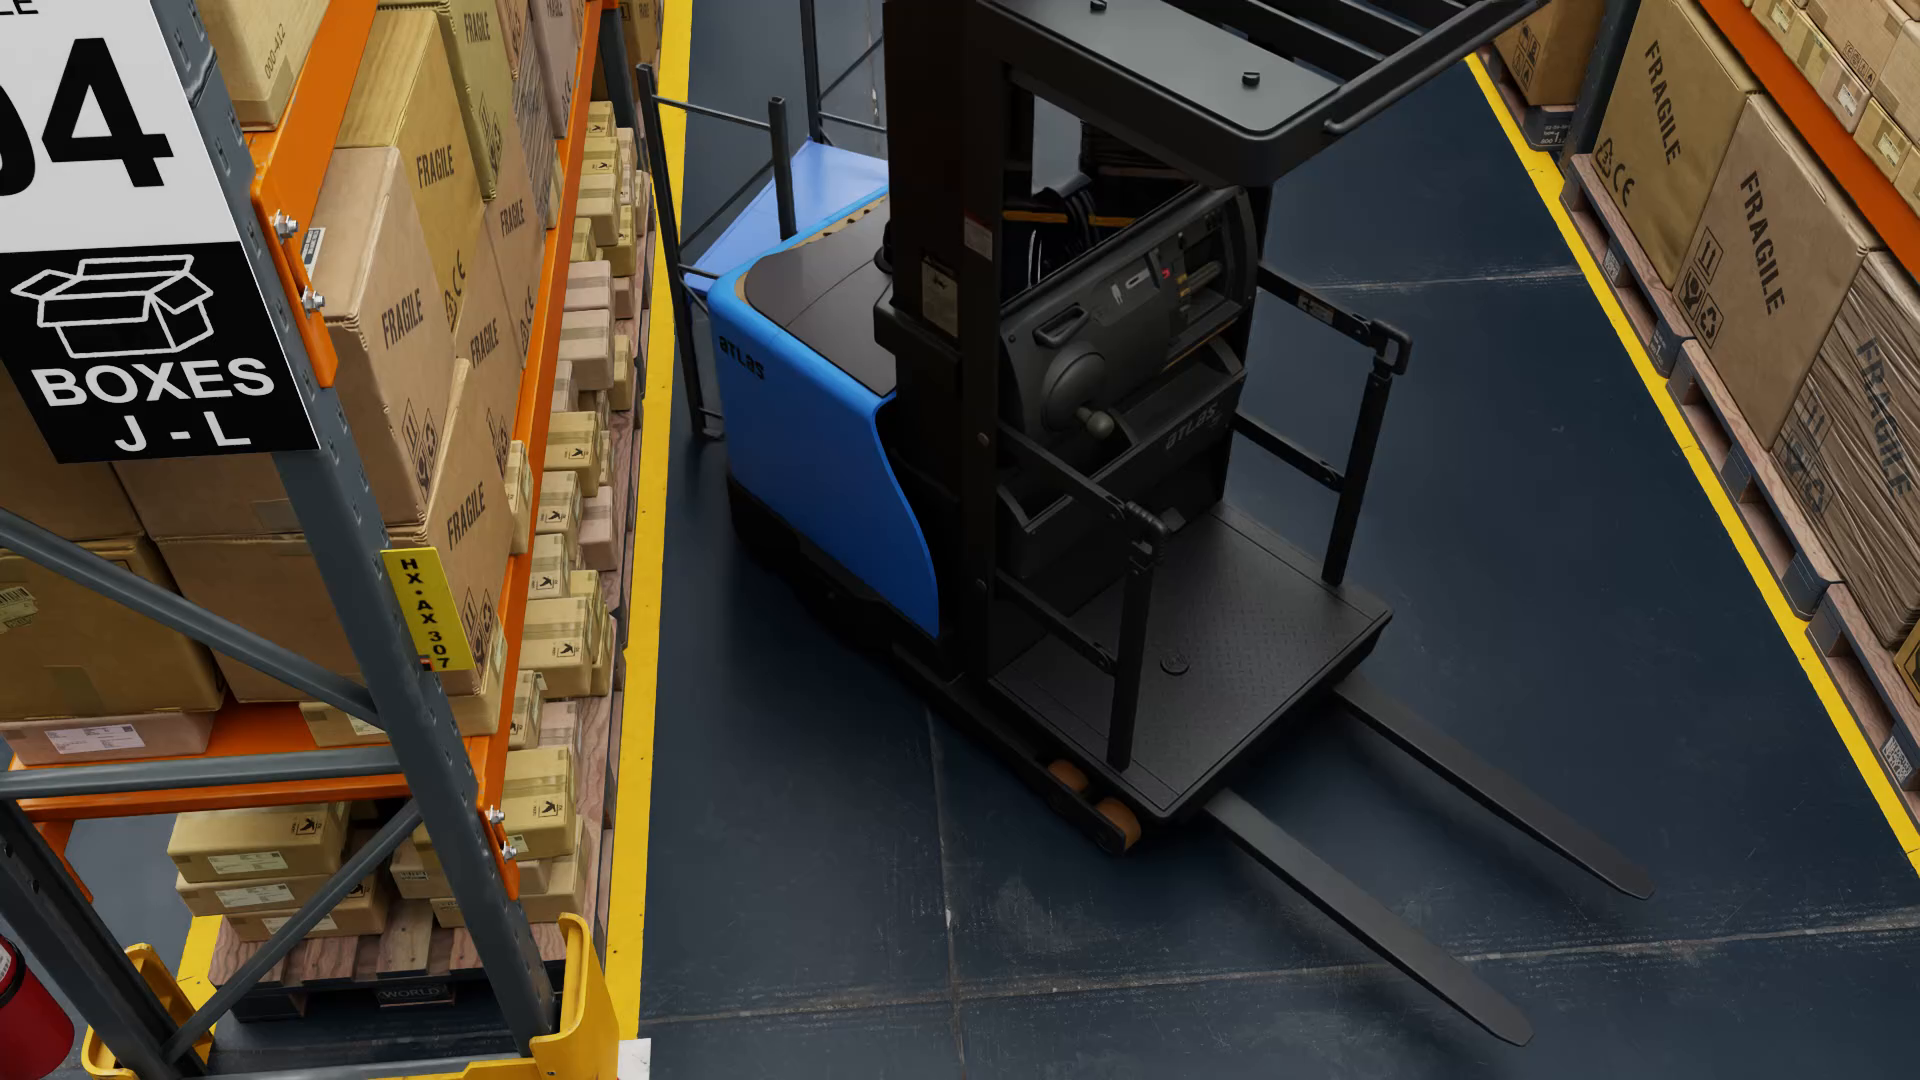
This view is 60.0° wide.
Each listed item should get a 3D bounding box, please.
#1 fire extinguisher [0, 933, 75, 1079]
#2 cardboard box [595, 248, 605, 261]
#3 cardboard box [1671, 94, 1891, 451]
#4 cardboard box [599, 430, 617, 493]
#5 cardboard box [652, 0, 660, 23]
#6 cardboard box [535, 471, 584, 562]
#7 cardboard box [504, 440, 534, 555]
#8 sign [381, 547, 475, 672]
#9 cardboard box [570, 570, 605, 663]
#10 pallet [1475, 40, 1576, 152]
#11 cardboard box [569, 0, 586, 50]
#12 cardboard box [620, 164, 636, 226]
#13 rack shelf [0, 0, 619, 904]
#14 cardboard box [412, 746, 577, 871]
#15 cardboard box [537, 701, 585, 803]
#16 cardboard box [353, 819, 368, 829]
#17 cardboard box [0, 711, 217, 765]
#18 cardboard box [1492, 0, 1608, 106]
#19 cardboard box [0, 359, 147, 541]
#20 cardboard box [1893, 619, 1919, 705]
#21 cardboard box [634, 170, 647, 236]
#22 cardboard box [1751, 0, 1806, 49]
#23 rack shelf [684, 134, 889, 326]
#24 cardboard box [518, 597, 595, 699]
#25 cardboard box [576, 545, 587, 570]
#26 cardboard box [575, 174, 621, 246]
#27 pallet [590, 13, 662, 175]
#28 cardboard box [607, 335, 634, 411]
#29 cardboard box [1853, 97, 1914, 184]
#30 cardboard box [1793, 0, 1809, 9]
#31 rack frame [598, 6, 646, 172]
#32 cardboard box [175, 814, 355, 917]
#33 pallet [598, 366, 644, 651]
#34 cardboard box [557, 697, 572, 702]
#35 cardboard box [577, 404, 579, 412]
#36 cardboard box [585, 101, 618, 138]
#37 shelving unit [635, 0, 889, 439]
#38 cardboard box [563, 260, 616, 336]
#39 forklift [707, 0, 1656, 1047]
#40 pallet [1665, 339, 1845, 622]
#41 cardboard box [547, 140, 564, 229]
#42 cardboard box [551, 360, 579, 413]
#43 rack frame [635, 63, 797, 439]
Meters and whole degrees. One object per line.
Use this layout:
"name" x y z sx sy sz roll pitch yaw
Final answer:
"fire extinguisher" -1.928 0.824 3.213 0.296 0.674 0.183 -3 47 -3
"cardboard box" -1.483 -0.917 6.022 0.380 0.149 0.250 -3 47 -3
"cardboard box" 3.177 -0.943 5.752 0.875 0.875 0.875 -3 47 -3
"cardboard box" -1.357 -0.222 5.568 0.380 0.149 0.250 -3 47 -3
"cardboard box" -1.668 -2.653 7.629 0.500 0.500 0.500 -2 47 -1
"cardboard box" -1.348 -0.067 5.012 0.380 0.149 0.250 -2 47 -2
"cardboard box" -1.222 -0.088 3.941 0.380 0.149 0.250 -5 47 -4
"sign" -0.949 0.129 2.966 0.100 0.325 0.005 -3 47 -3
"cardboard box" -1.266 0.233 4.933 0.380 0.149 0.250 -2 47 -2
"pallet" 2.987 -2.258 7.743 1.003 0.211 1.213 -3 47 -3
"cardboard box" -1.460 -1.863 5.175 0.500 0.500 0.500 -5 47 -4
"cardboard box" -1.446 -1.298 6.382 0.380 0.149 0.250 -6 47 -5
"rack shelf" -1.657 -0.740 4.881 1.077 0.370 4.000 -3 47 -3
"cardboard box" -1.195 0.691 4.294 0.380 0.149 0.250 -5 47 -5
"cardboard box" -1.244 0.597 4.588 0.380 0.149 0.250 -4 47 -3
"cardboard box" -1.864 0.747 4.651 0.380 0.149 0.250 -2 47 -2
"cardboard box" -1.799 0.327 3.547 0.380 0.149 0.250 -3 47 -3
"cardboard box" 3.053 -2.539 7.263 1.225 0.875 0.875 -3 47 -3
"cardboard box" -1.776 -0.337 3.041 0.500 0.500 0.500 -4 47 -4
"cardboard box" 3.328 0.359 4.518 0.875 0.875 0.875 -3 47 -3
"cardboard box" -1.452 -1.336 6.623 0.380 0.149 0.250 -3 47 -3
"cardboard box" 2.888 -1.772 5.535 0.380 0.149 0.250 -5 47 -4
"rack shelf" -0.543 -1.066 5.975 0.538 0.185 1.000 18 49 16
"cardboard box" -1.231 0.309 4.656 0.380 0.149 0.250 -4 47 -3
"cardboard box" -1.374 0.163 5.204 0.380 0.149 0.250 -3 47 -3
"cardboard box" -1.446 -1.200 6.085 0.380 0.149 0.250 -4 47 -4
"pallet" -1.891 -2.039 7.536 1.003 0.211 1.213 -3 47 -3
"cardboard box" -1.365 -0.587 5.914 0.380 0.149 0.250 -4 47 -3
"cardboard box" 2.952 -1.215 5.008 0.380 0.149 0.250 -5 47 -4
"cardboard box" 2.941 -1.998 5.475 0.500 0.250 0.500 -4 47 -3
"rack frame" -1.824 -2.435 5.990 1.000 3.000 0.127 -3 47 -3
"cardboard box" -1.818 0.828 4.369 0.380 0.149 0.250 -5 47 -4
"pallet" -1.628 -0.107 5.706 1.003 0.211 1.213 -3 47 -3
"cardboard box" -1.346 0.533 4.853 0.380 0.149 0.250 -3 47 -3
"cardboard box" -1.460 -0.343 5.479 0.380 0.149 0.250 -1 47 -1
"cardboard box" -1.535 -1.562 6.428 0.380 0.149 0.250 -2 47 -2
"shelving unit" -0.543 -1.190 5.844 0.538 1.500 1.048 18 49 16
"cardboard box" -1.388 -0.817 5.722 0.380 0.149 0.250 -6 47 -5
"forklift" 0.608 -0.520 4.224 1.130 2.935 3.031 -35 56 -29
"pallet" 3.217 -0.265 5.855 1.003 0.211 1.213 -3 47 -3
"cardboard box" -1.365 -1.029 4.832 0.380 0.149 0.250 -3 47 -3
"cardboard box" -1.441 -0.436 5.362 0.380 0.149 0.250 -3 47 -3
"rack frame" -0.751 -0.853 5.525 0.500 1.500 0.032 18 49 16
